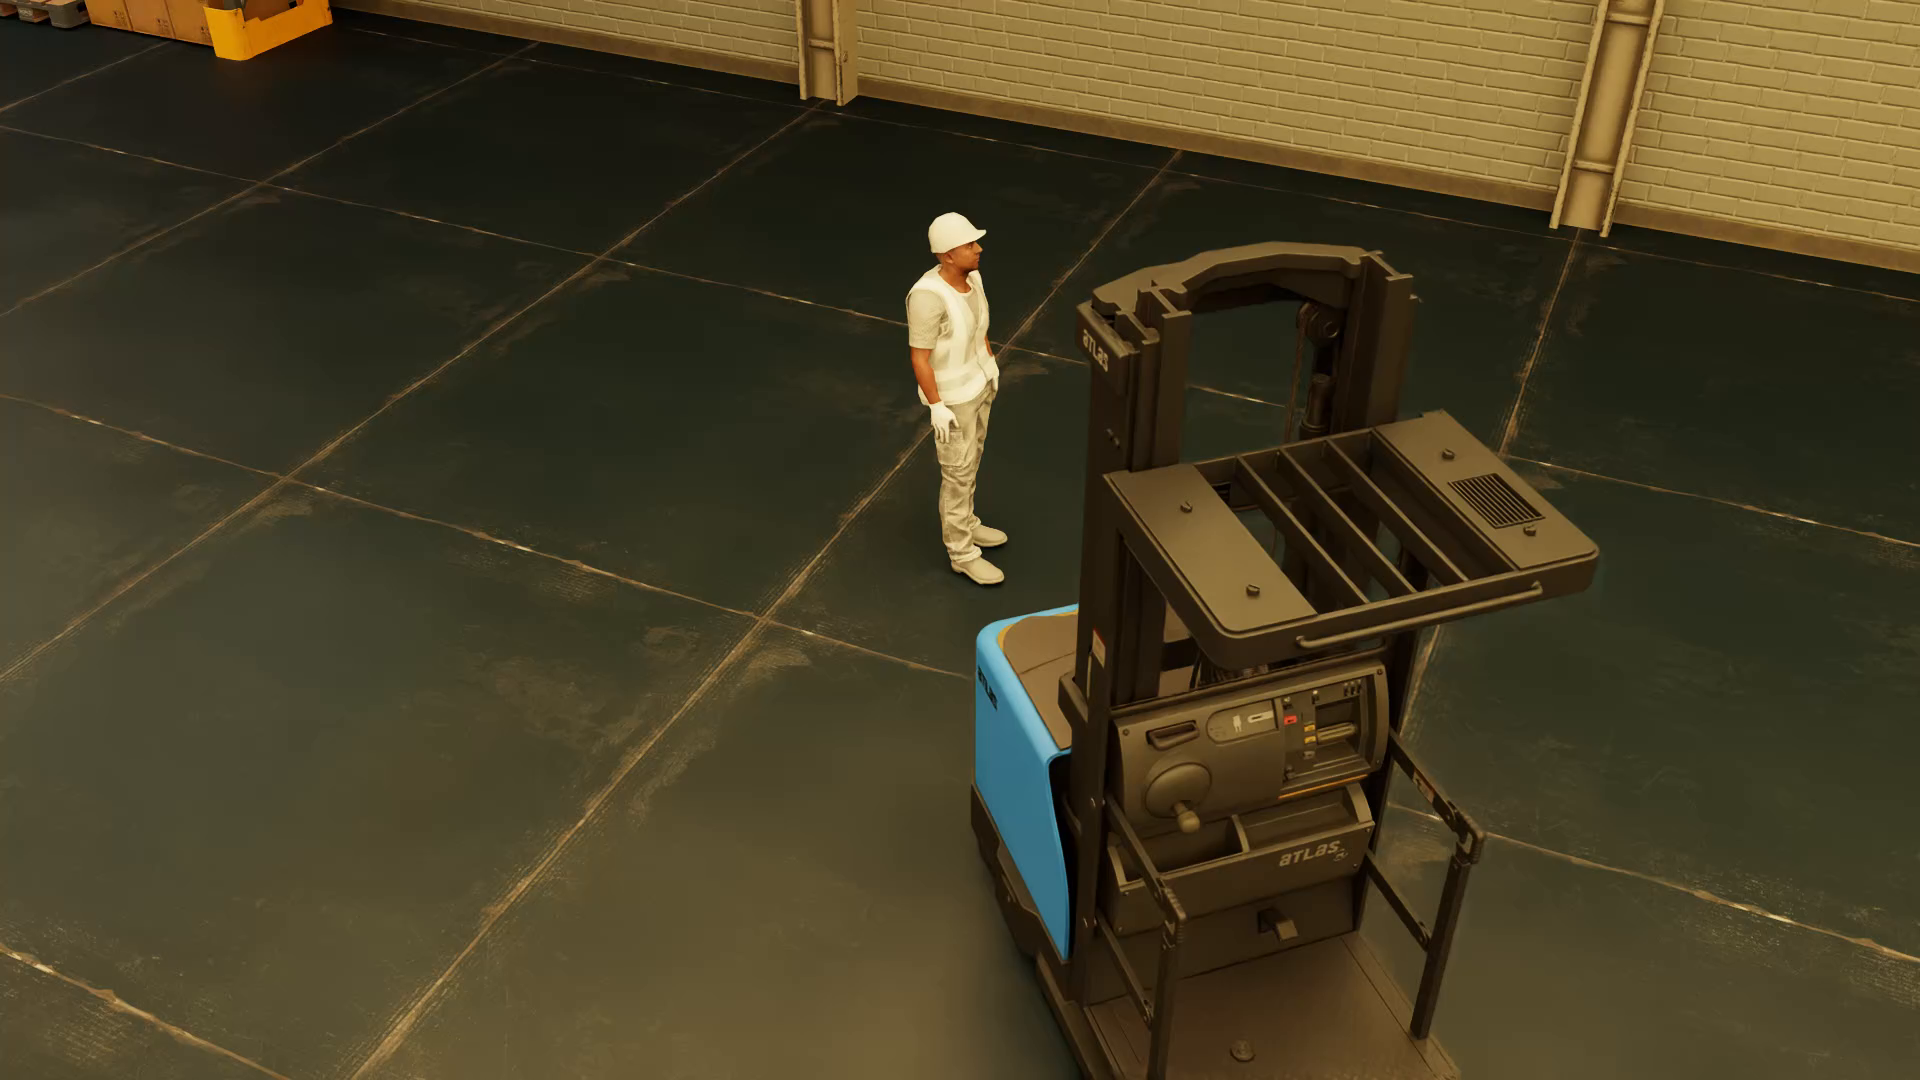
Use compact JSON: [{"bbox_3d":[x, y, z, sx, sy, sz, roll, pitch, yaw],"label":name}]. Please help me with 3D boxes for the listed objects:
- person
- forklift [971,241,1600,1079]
[{"bbox_3d":[0.062,-0.710,8.058,0.577,1.781,0.656,15,38,20],"label":"person"},{"bbox_3d":[1.002,0.720,5.076,1.130,2.935,3.031,-11,37,-15],"label":"forklift"}]
